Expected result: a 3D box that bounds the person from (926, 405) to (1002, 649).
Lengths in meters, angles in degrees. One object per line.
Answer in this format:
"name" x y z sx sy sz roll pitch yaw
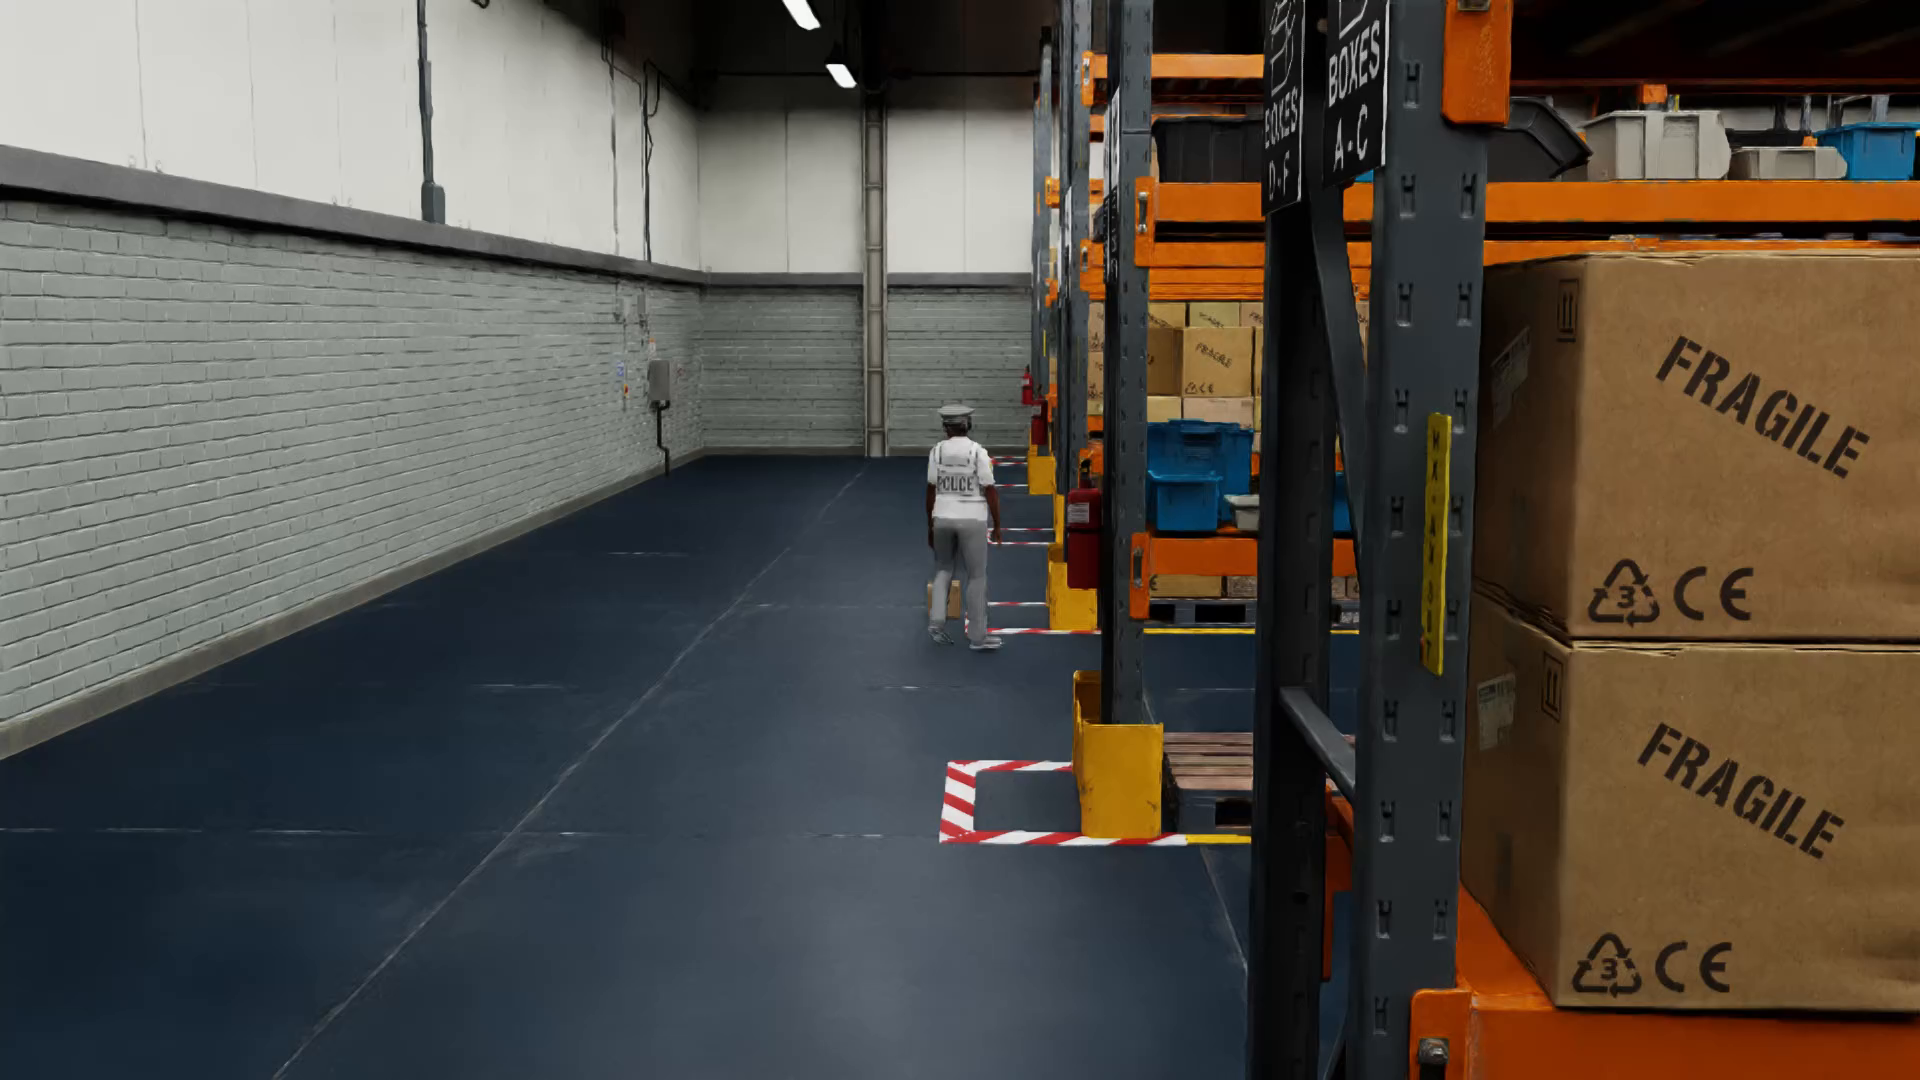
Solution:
"person" 0.015 -0.086 11.329 0.508 1.658 0.388 3 8 20
